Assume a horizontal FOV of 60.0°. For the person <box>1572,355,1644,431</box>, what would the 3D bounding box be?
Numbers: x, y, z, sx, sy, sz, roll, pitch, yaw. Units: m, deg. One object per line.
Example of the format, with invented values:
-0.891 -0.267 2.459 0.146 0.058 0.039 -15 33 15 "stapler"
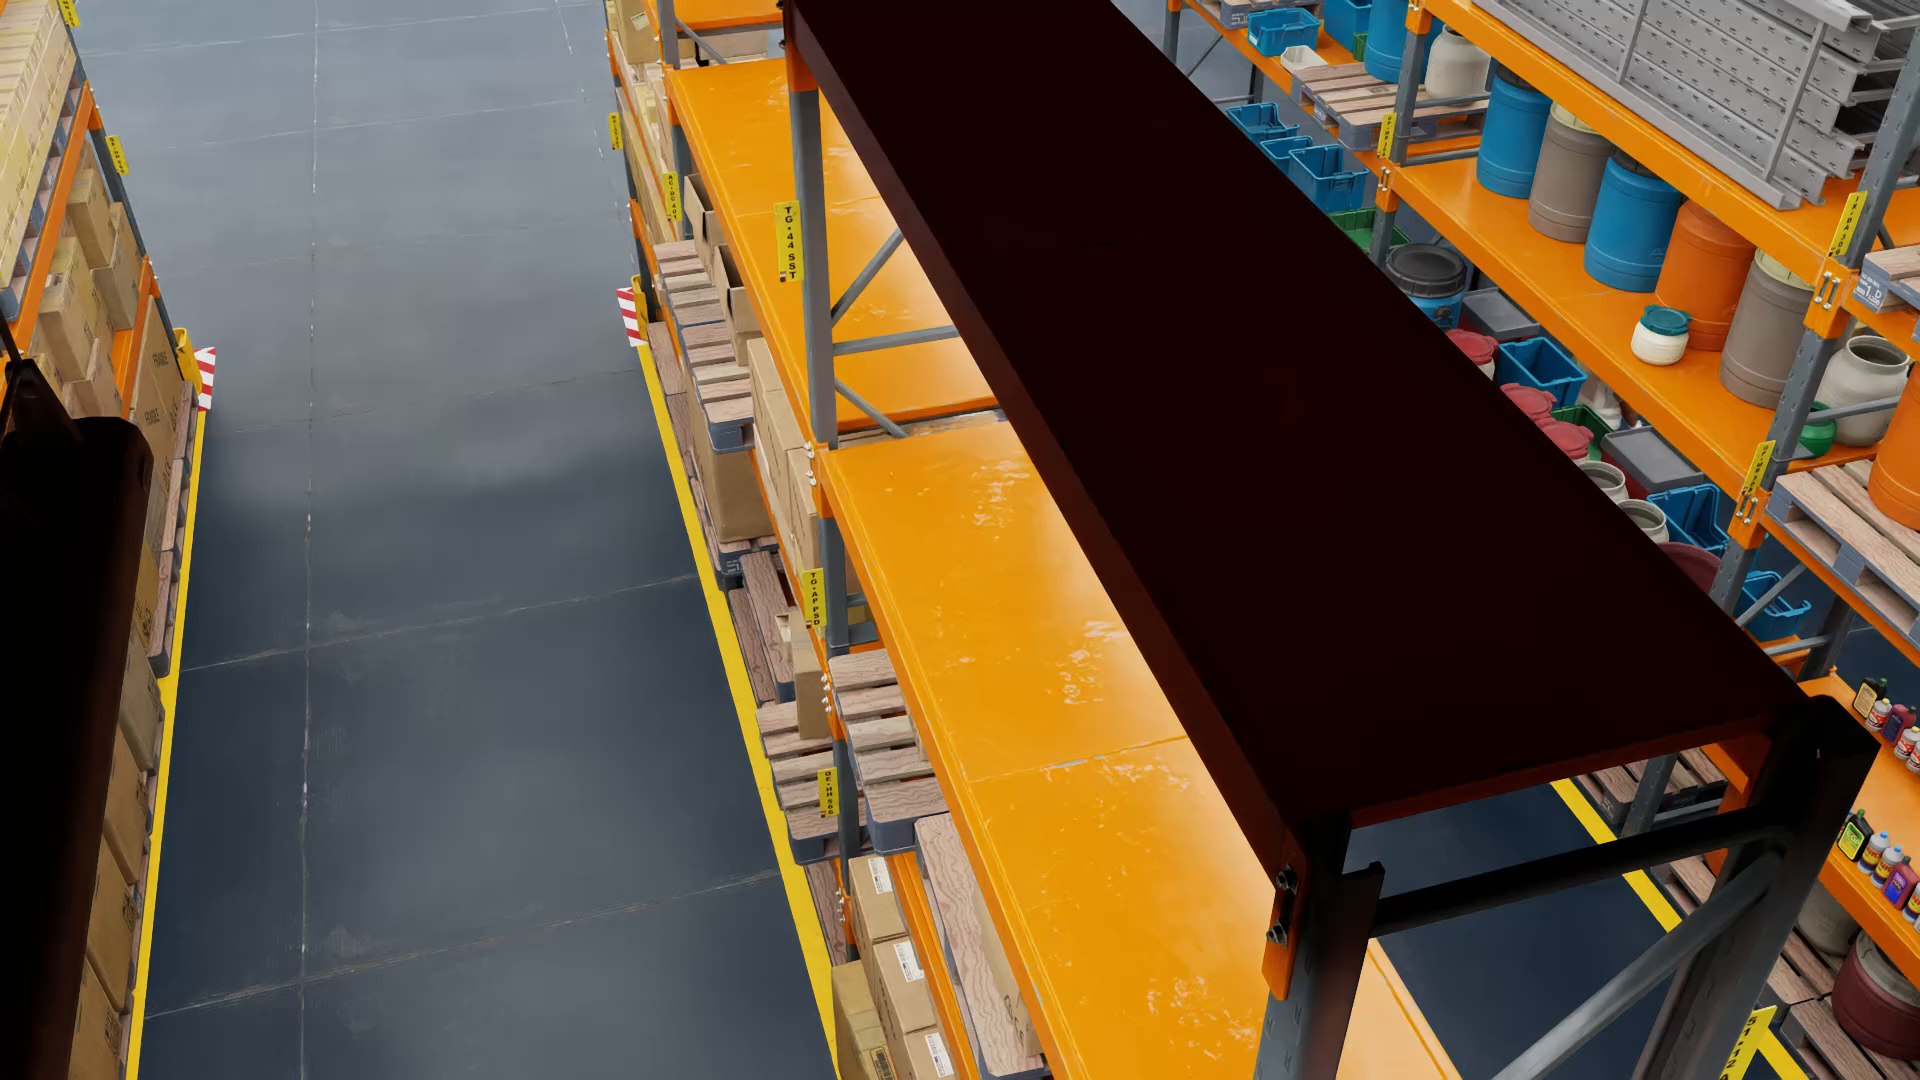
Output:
4.862 -0.938 12.571 0.773 1.770 0.606 -9 39 -11 "person"
